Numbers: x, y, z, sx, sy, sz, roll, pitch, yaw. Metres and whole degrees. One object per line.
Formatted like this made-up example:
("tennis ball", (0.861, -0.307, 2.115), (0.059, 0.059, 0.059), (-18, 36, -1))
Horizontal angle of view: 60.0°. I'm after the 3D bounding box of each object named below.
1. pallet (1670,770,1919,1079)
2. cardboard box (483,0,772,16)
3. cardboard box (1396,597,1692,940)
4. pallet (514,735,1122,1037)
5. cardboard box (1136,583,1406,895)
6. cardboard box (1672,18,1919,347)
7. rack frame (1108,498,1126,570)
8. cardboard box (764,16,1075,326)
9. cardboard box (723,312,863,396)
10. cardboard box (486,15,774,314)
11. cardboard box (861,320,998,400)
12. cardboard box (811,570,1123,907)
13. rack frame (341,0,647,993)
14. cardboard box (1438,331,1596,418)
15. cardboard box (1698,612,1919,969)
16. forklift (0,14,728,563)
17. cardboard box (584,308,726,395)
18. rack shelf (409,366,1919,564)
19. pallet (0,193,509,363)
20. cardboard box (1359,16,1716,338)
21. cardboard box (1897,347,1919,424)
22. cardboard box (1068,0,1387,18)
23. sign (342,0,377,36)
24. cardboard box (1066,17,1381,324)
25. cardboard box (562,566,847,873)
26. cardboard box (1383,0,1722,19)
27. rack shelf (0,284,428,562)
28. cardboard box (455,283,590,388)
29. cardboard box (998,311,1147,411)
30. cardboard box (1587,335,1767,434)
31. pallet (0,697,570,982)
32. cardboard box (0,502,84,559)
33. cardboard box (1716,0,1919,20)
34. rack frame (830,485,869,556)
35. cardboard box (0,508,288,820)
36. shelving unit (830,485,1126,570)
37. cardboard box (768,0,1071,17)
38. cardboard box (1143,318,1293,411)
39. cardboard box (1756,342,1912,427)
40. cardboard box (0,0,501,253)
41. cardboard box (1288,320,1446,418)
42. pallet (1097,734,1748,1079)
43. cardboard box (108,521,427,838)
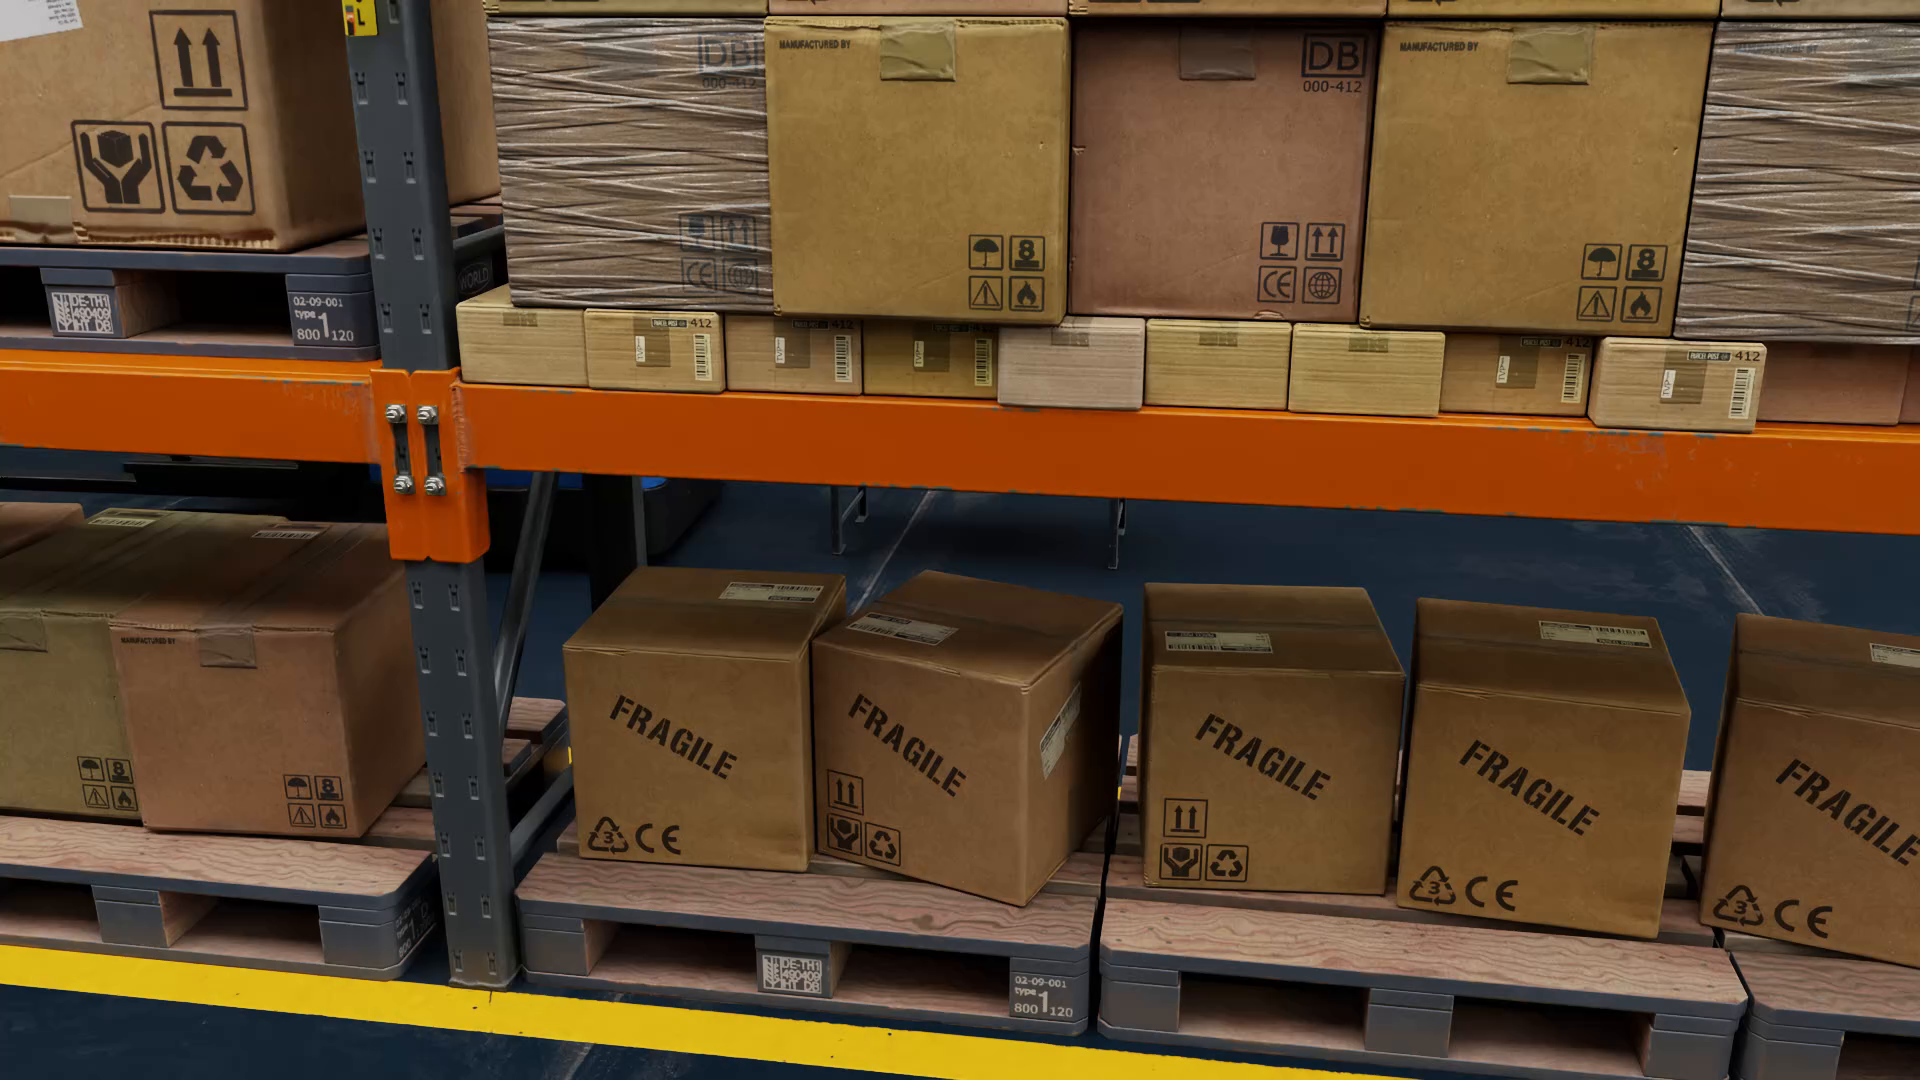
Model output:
("pallet", (2.147, 0.832, 3.484), (1.213, 0.211, 1.003), (3, 19, 9))
("cardboard box", (-0.527, -1.196, 2.949), (0.500, 0.500, 0.500), (3, 19, 9))
("cardboard box", (1.194, 0.458, 3.484), (0.500, 0.500, 0.500), (5, 19, 14))
("pallet", (-0.262, 0.709, 3.851), (1.213, 0.211, 1.003), (3, 19, 9))
("cardboard box", (0.650, 0.416, 3.610), (0.500, 0.500, 0.500), (1, 19, 4))
("cardboard box", (1.480, -0.686, 2.998), (0.500, 0.500, 0.875), (3, 19, 9))
("rack frame", (0.586, -0.681, 5.976), (0.032, 1.500, 0.500), (3, 19, 9))
("cardboard box", (-0.008, -0.746, 3.179), (0.500, 0.500, 0.875), (3, 19, 9))
("cardboard box", (-0.271, -0.391, 3.141), (0.250, 0.149, 0.380), (3, 19, 9))
("cardboard box", (-0.497, -0.782, 3.287), (0.500, 0.500, 0.875), (3, 19, 9))
("cardboard box", (-0.022, -0.381, 3.112), (0.250, 0.149, 0.380), (3, 19, 9))
("cardboard box", (0.024, 0.410, 3.629), (0.500, 0.500, 0.500), (9, 21, 26))
("rack frame", (-0.931, -0.636, 3.476), (0.127, 3.000, 1.000), (3, 19, 9))
("cardboard box", (0.971, -0.342, 2.994), (0.250, 0.149, 0.380), (3, 19, 9))
("cardboard box", (1.809, 0.496, 3.372), (0.500, 0.500, 0.500), (8, 20, 23))
("forklift", (-2.500, -1.482, 6.113), (3.031, 2.935, 1.130), (2, 19, 6))
("cardboard box", (-0.522, -0.395, 3.152), (0.250, 0.149, 0.380), (3, 19, 9))
("rack shelf", (1.044, -0.194, 3.289), (4.000, 0.370, 1.077), (3, 19, 9))
("pallet", (-1.663, -0.629, 3.758), (1.213, 0.211, 1.003), (3, 19, 9))
("cardboard box", (0.988, -0.714, 3.085), (0.500, 0.500, 0.875), (3, 19, 9))
("cardboard box", (1.718, -0.317, 2.920), (0.250, 0.149, 0.380), (3, 19, 9))
("cardboard box", (0.460, -1.146, 2.799), (0.500, 0.500, 0.500), (3, 19, 9))
("sign", (-1.016, -1.011, 2.772), (0.005, 0.325, 0.100), (3, 19, 9))
("cardboard box", (0.501, -0.753, 3.198), (0.500, 0.500, 0.875), (3, 19, 9))
("cardboard box", (-0.542, 0.383, 3.709), (0.500, 0.500, 0.500), (2, 19, 7))
("cardboard box", (0.956, -1.124, 2.734), (0.500, 0.500, 0.500), (3, 19, 9))
("rack shelf", (-2.906, -0.395, 3.891), (4.000, 0.370, 1.077), (3, 19, 9))
("cardboard box", (-0.767, -0.412, 3.202), (0.250, 0.149, 0.380), (3, 19, 9))
("cardboard box", (0.218, -0.356, 3.036), (0.250, 0.149, 0.380), (3, 19, 9))
("cardboard box", (1.206, -0.308, 2.891), (0.250, 0.149, 0.380), (3, 19, 9))
("pallet", (-1.700, 0.648, 4.034), (1.213, 0.211, 1.003), (3, 19, 9))
("cardboard box", (-2.554, 0.245, 4.089), (0.500, 0.500, 0.700), (1, 19, 4))
("cardboard box", (1.448, -1.097, 2.651), (0.500, 0.500, 0.500), (3, 19, 9))
("rack frame", (-0.418, -0.733, 6.129), (0.032, 1.500, 0.500), (3, 19, 9))
("cardboard box", (-2.002, 0.273, 4.005), (0.500, 0.500, 0.700), (3, 19, 8))
("shelving unit", (0.084, -0.707, 6.052), (1.048, 1.500, 0.538), (3, 19, 9))
("cardboard box", (-0.033, -1.172, 2.875), (0.500, 0.500, 0.500), (3, 19, 9))
("cardboard box", (0.472, -0.356, 3.037), (0.250, 0.149, 0.380), (3, 19, 9))
("cardboard box", (1.467, -0.323, 2.937), (0.250, 0.149, 0.380), (3, 19, 9))
("cardboard box", (-1.693, -1.203, 3.565), (1.000, 1.000, 1.000), (3, 19, 9))
("cardboard box", (0.717, -0.340, 2.989), (0.250, 0.149, 0.380), (3, 19, 9))
("pallet", (0.946, 0.770, 3.669), (1.213, 0.211, 1.003), (3, 19, 9))
("cardboard box", (-1.534, 0.303, 3.915), (0.500, 0.500, 0.700), (1, 19, 4))
